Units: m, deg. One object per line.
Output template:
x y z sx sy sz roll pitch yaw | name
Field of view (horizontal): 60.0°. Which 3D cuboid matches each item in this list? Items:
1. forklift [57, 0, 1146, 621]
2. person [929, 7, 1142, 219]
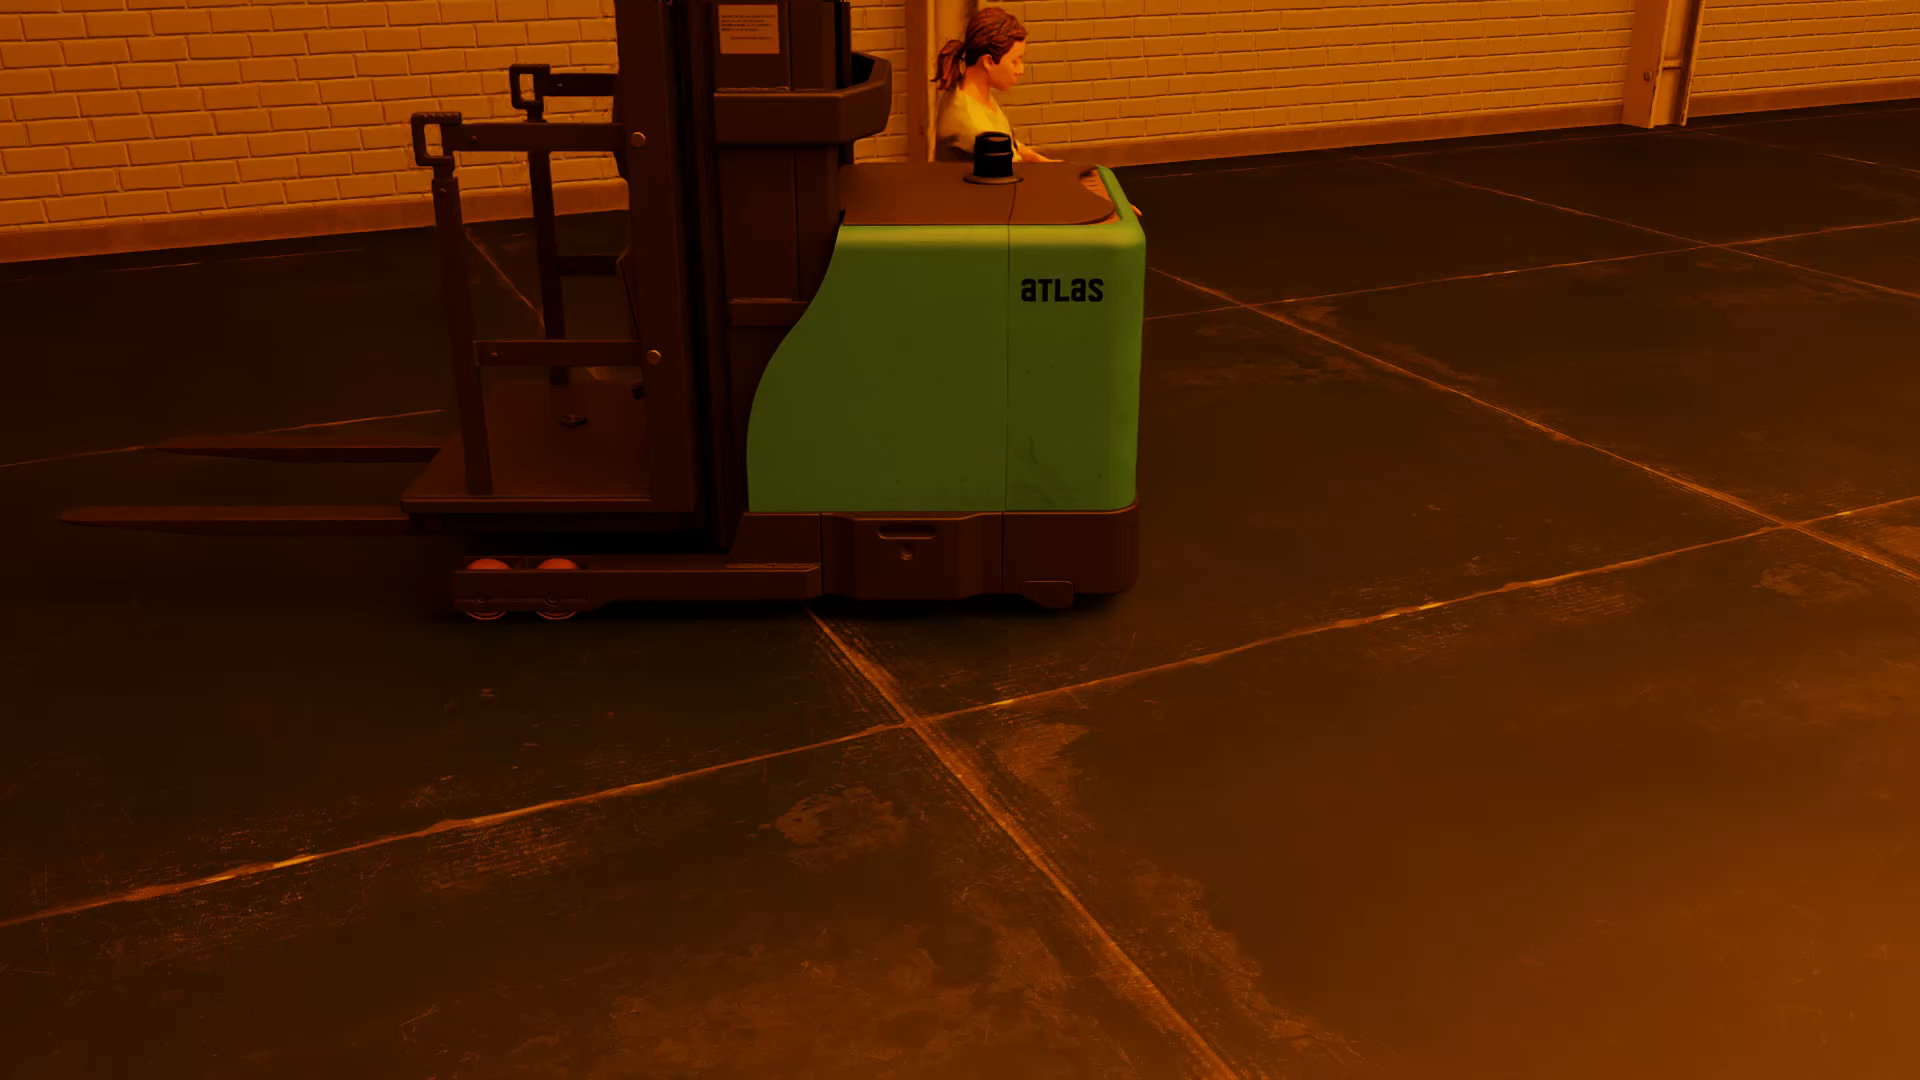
-1.025 -1.336 4.503 3.031 2.935 1.130 0 23 0 | forklift
0.253 -1.068 5.775 0.714 1.503 0.804 1 23 2 | person
